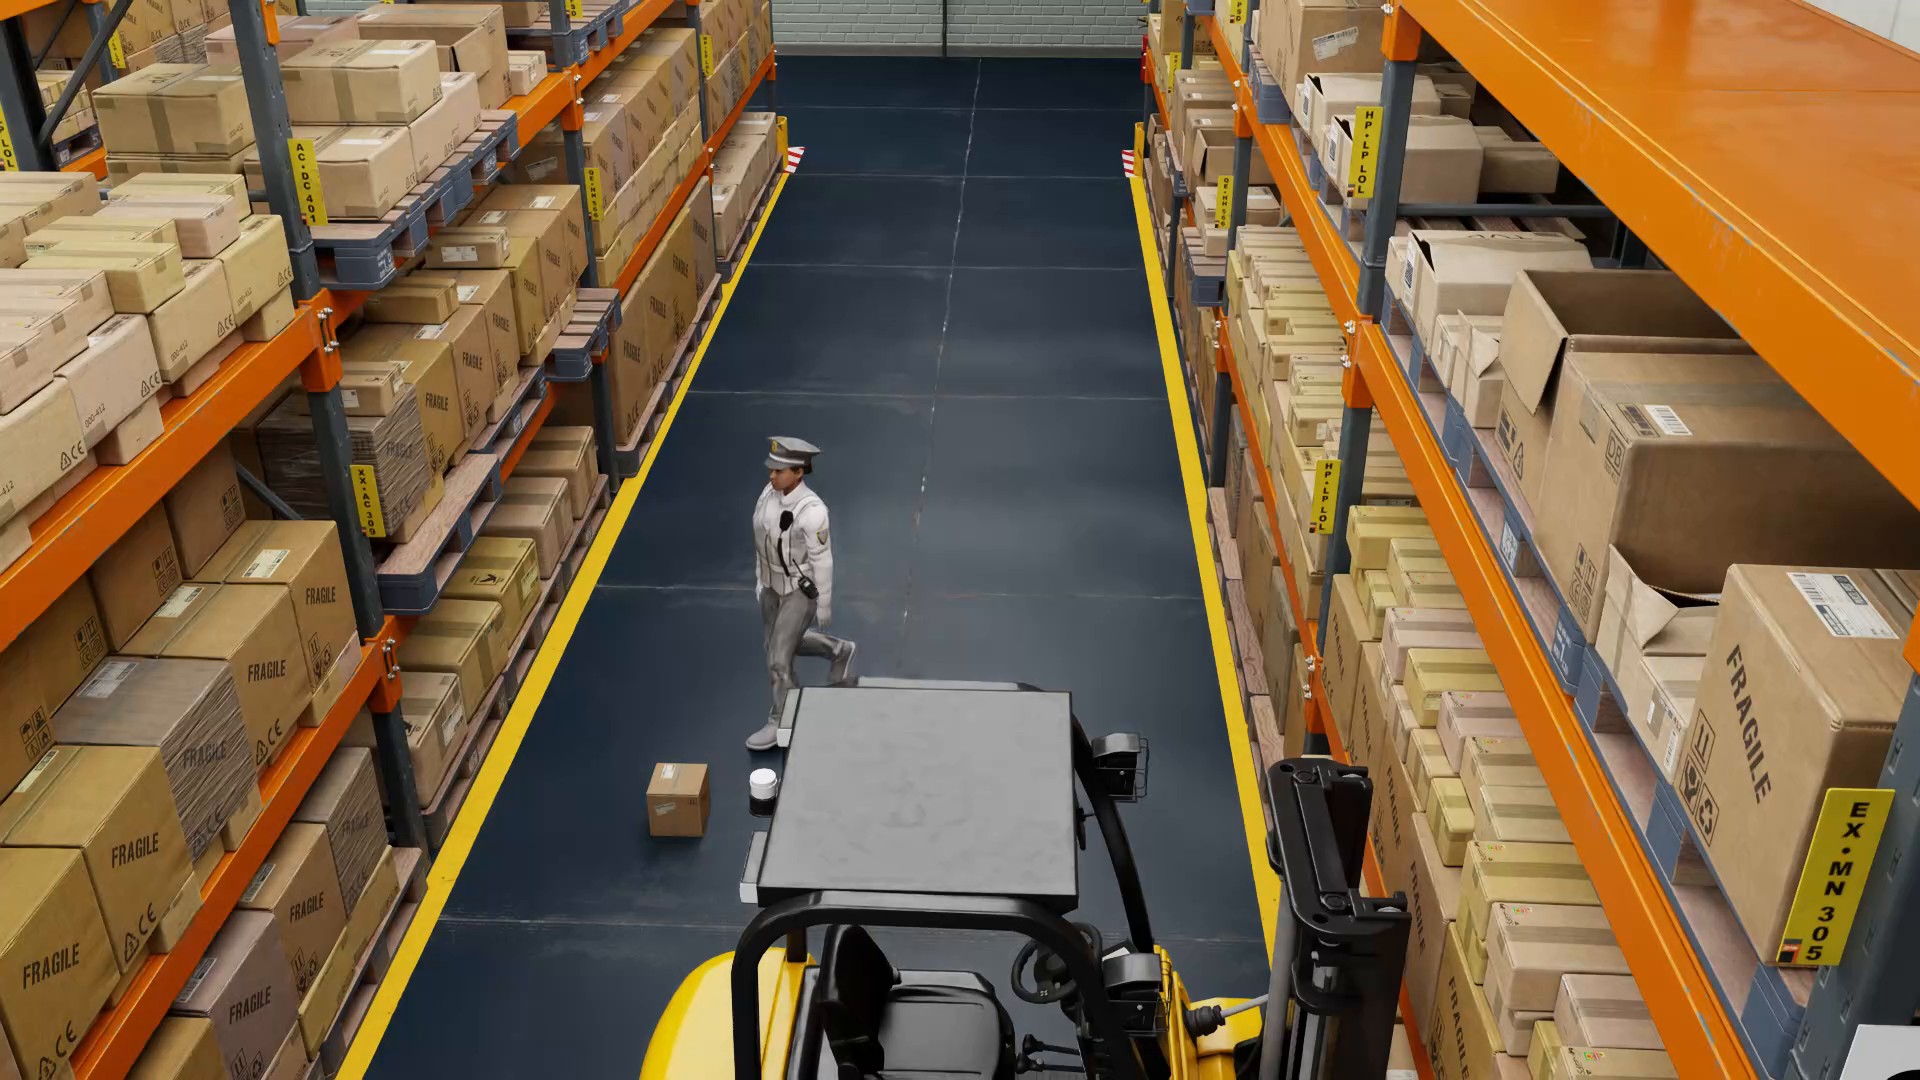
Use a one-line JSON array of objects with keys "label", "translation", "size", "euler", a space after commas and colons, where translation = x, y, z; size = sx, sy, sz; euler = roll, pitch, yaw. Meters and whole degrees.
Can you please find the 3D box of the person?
[{"label": "person", "translation": [-0.813, 0.220, 8.386], "size": [0.769, 1.656, 0.485], "euler": [-20, 34, -33]}]
